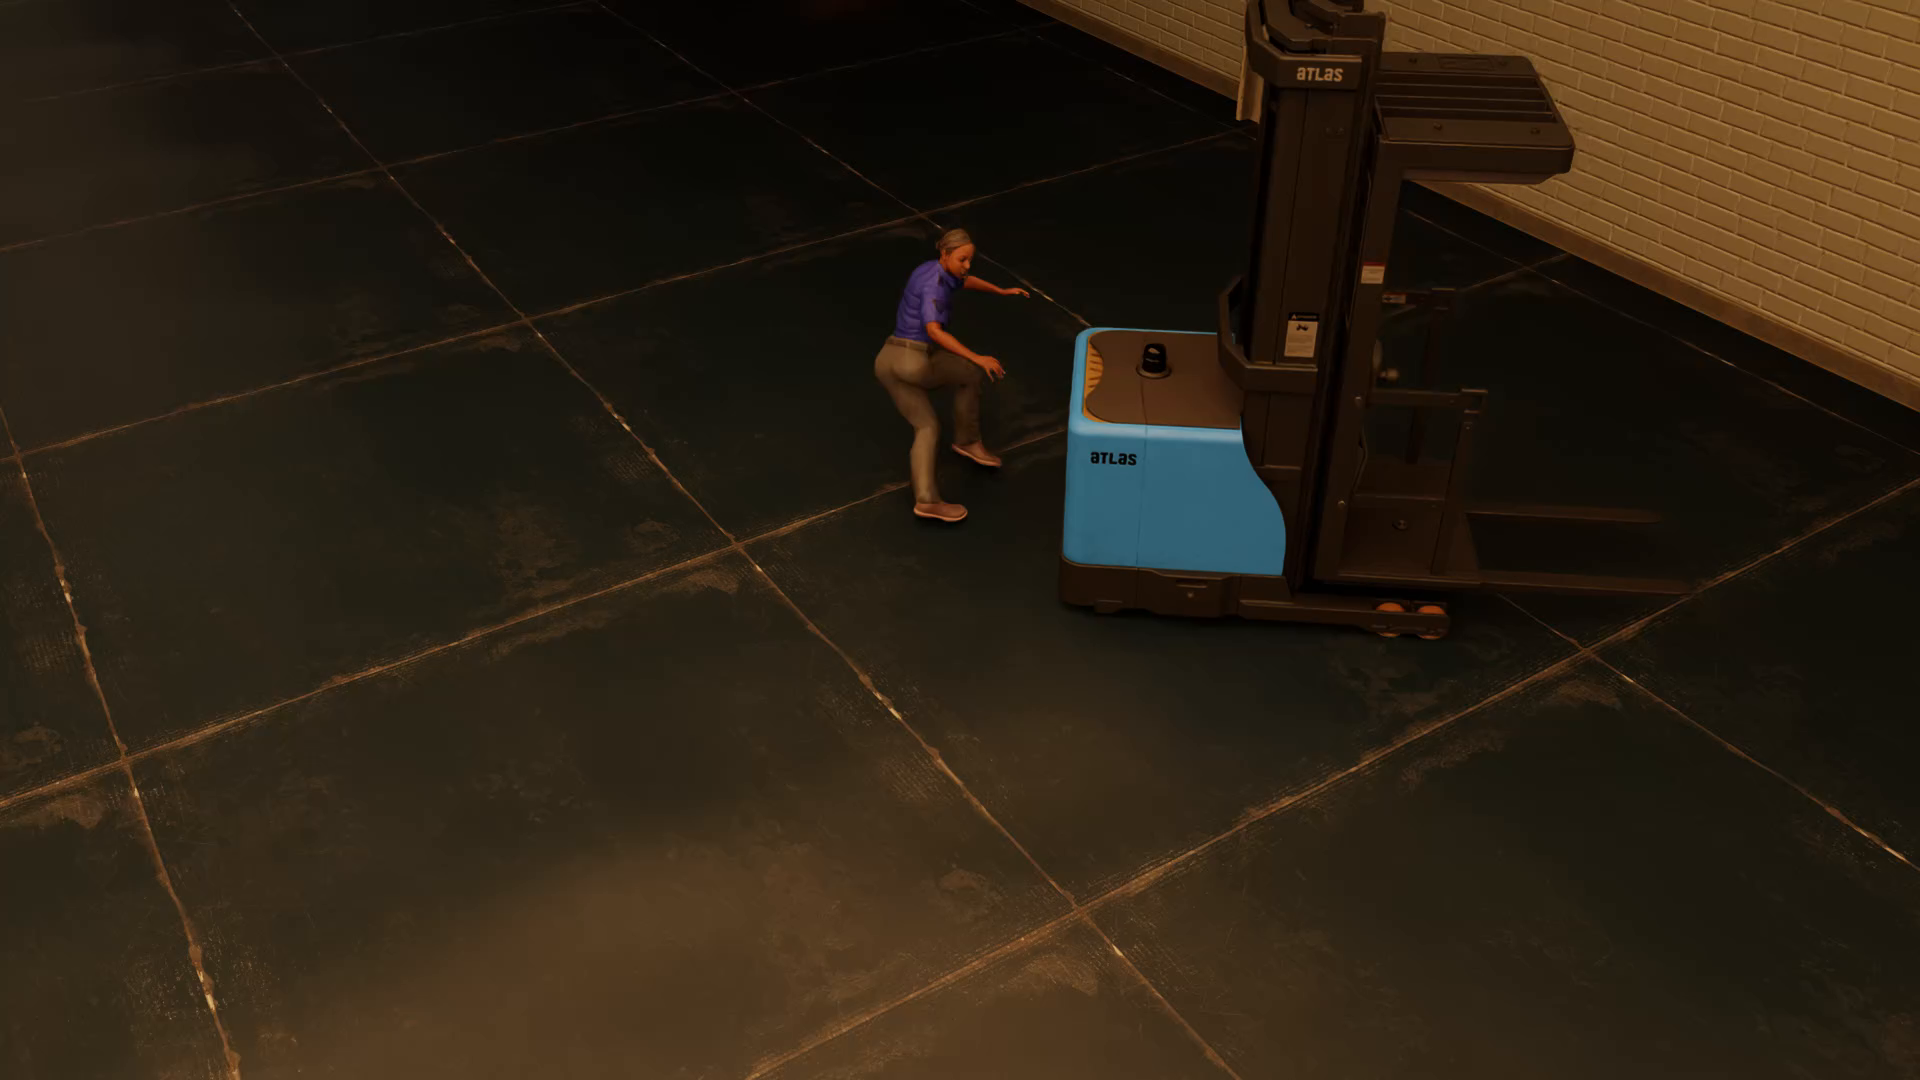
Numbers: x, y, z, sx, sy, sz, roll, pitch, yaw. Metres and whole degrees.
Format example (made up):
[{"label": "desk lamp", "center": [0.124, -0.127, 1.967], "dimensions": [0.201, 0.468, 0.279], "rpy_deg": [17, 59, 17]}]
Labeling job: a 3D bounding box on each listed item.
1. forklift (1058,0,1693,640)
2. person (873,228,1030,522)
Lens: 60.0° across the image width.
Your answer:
[{"label": "forklift", "center": [2.034, -1.041, 7.630], "dimensions": [3.031, 2.935, 1.130], "rpy_deg": [3, 35, 5]}, {"label": "person", "center": [0.026, -0.929, 8.775], "dimensions": [0.909, 1.411, 0.907], "rpy_deg": [-17, 39, -23]}]
